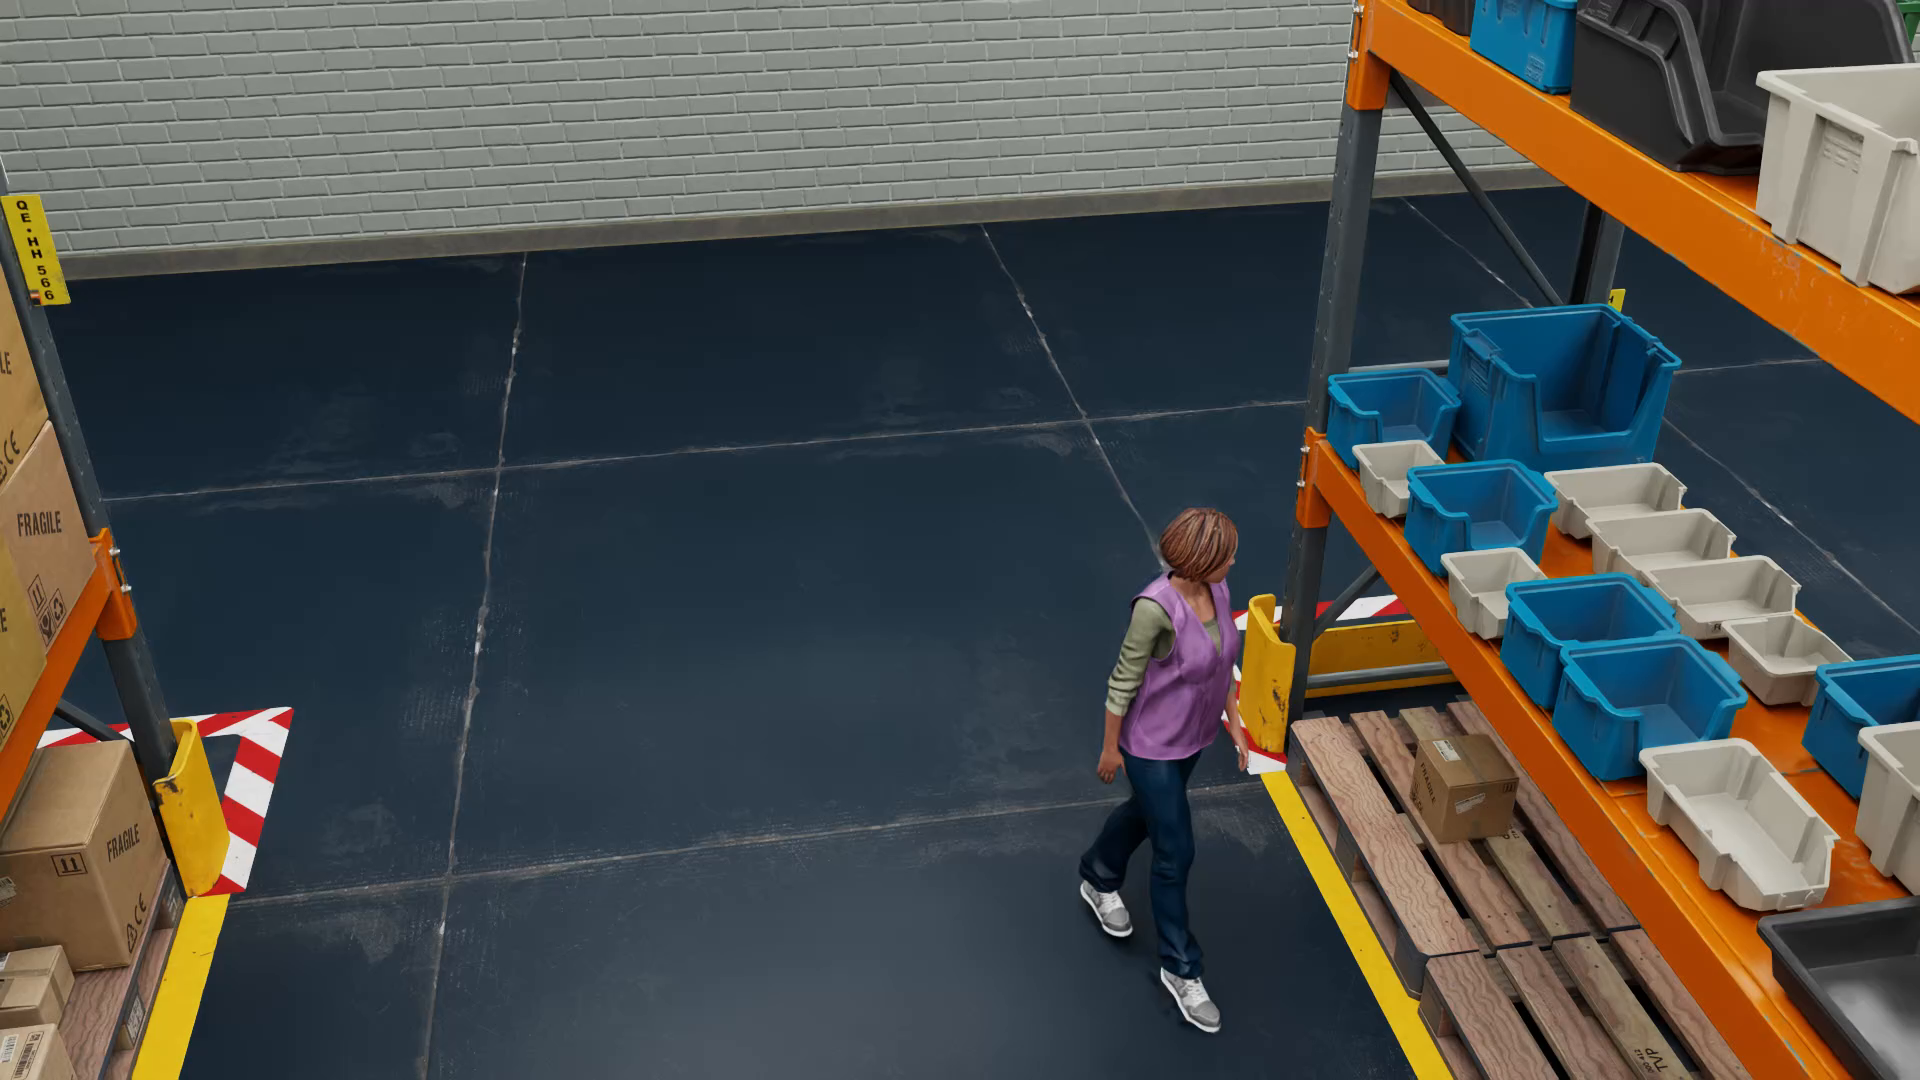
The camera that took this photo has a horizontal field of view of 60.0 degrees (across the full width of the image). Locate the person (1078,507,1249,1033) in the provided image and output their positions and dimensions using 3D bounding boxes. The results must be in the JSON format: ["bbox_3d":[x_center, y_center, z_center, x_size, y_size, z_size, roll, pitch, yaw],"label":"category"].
[{"bbox_3d":[0.672,0.640,5.071,0.709,1.580,0.510,24,38,34],"label":"person"}]
